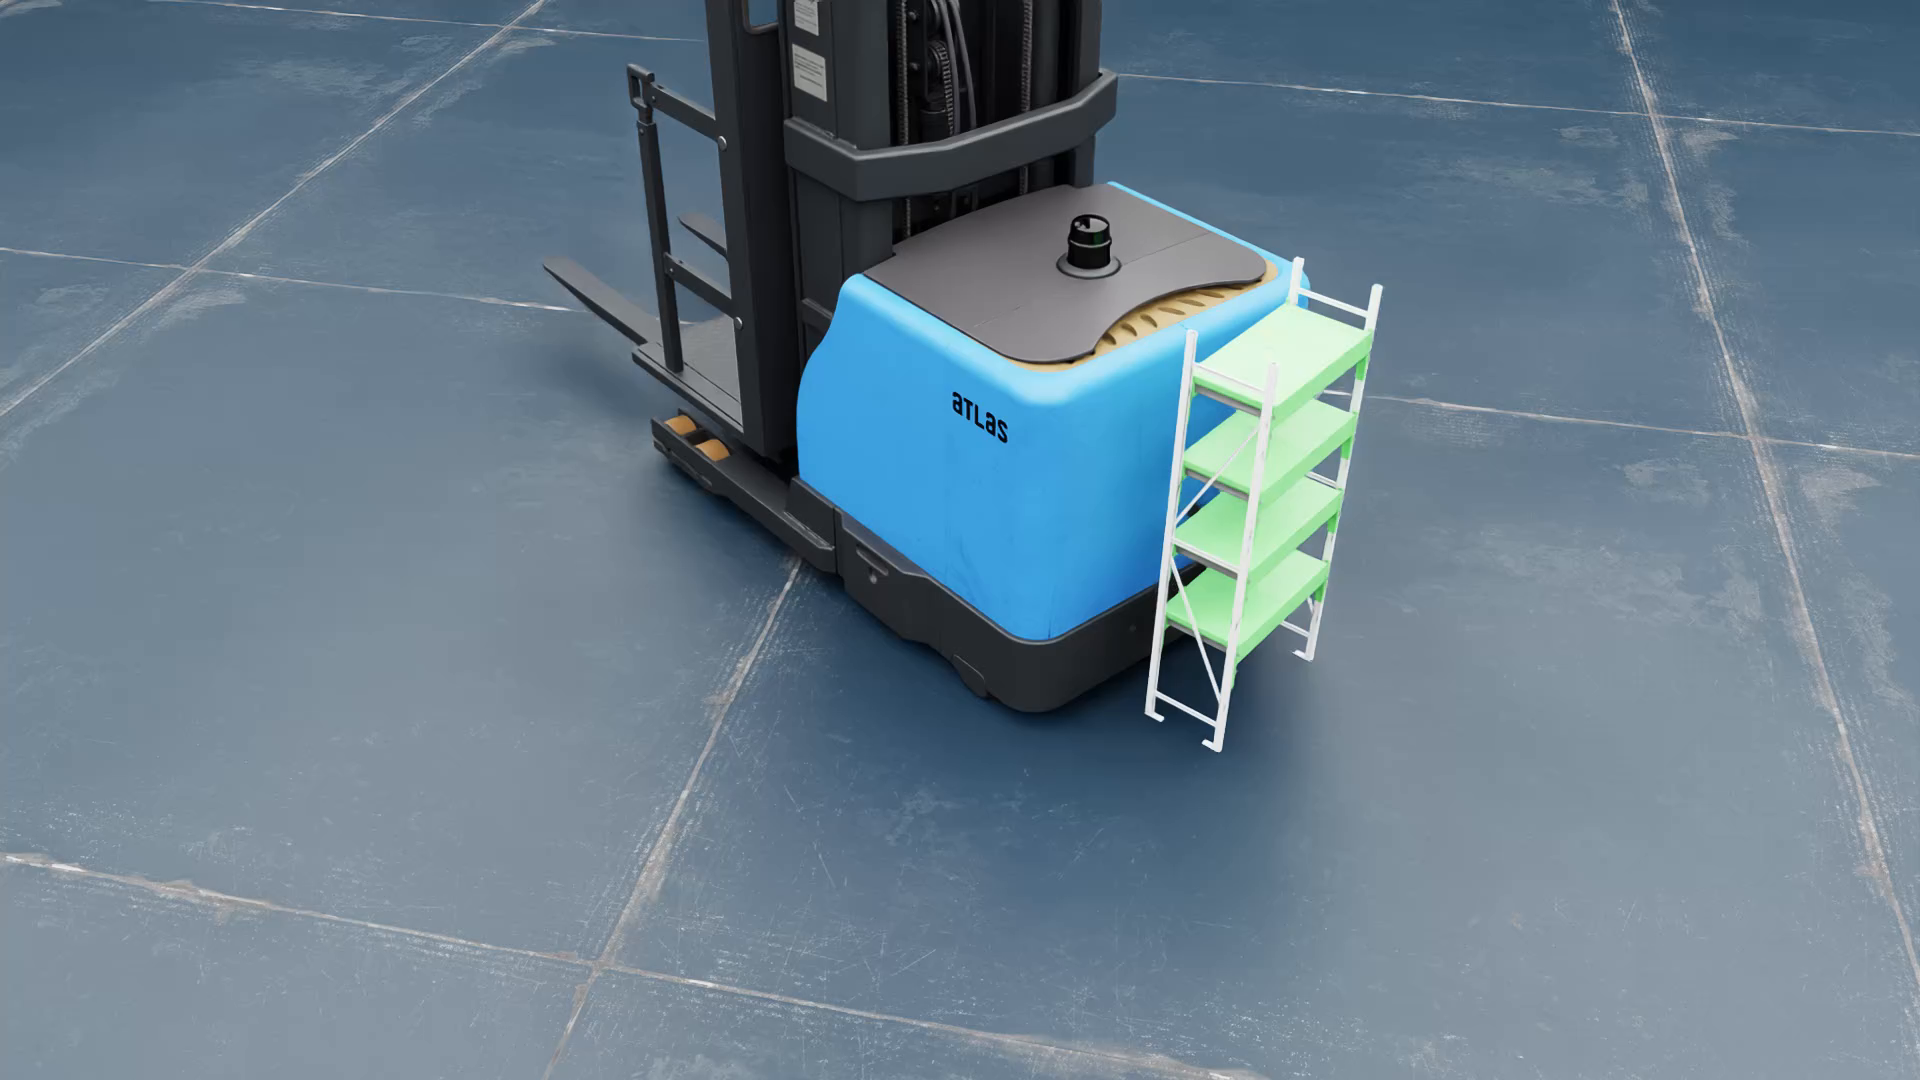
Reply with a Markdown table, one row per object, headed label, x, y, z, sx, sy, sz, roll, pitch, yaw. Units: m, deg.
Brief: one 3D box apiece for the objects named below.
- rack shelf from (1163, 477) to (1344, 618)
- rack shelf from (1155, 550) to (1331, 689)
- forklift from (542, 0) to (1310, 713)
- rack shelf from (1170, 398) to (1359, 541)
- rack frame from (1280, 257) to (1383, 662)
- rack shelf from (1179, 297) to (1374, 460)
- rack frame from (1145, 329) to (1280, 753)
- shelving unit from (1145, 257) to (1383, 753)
| label | x | y | z | sx | sy | sz | roll | pitch | yaw |
| --- | --- | --- | --- | --- | --- | --- | --- | --- | --- |
| rack shelf | 0.770 | -0.019 | 4.358 | 0.258 | 0.148 | 0.480 | 27 | 44 | 30 |
| rack shelf | 0.766 | 0.174 | 4.501 | 0.258 | 0.148 | 0.480 | 27 | 44 | 30 |
| forklift | -0.376 | -1.517 | 4.846 | 1.130 | 2.935 | 3.031 | -26 | 43 | -31 |
| rack shelf | 0.773 | -0.211 | 4.215 | 0.258 | 0.148 | 0.480 | 27 | 44 | 30 |
| rack frame | 0.926 | -0.181 | 4.472 | 0.240 | 1.200 | 0.015 | 27 | 44 | 30 |
| rack shelf | 0.777 | -0.404 | 4.071 | 0.258 | 0.148 | 0.480 | 27 | 44 | 30 |
| rack frame | 0.616 | 0.040 | 4.167 | 0.240 | 1.200 | 0.015 | 27 | 44 | 30 |
| shelving unit | 0.771 | -0.070 | 4.320 | 0.258 | 1.200 | 0.503 | 27 | 44 | 30 |
